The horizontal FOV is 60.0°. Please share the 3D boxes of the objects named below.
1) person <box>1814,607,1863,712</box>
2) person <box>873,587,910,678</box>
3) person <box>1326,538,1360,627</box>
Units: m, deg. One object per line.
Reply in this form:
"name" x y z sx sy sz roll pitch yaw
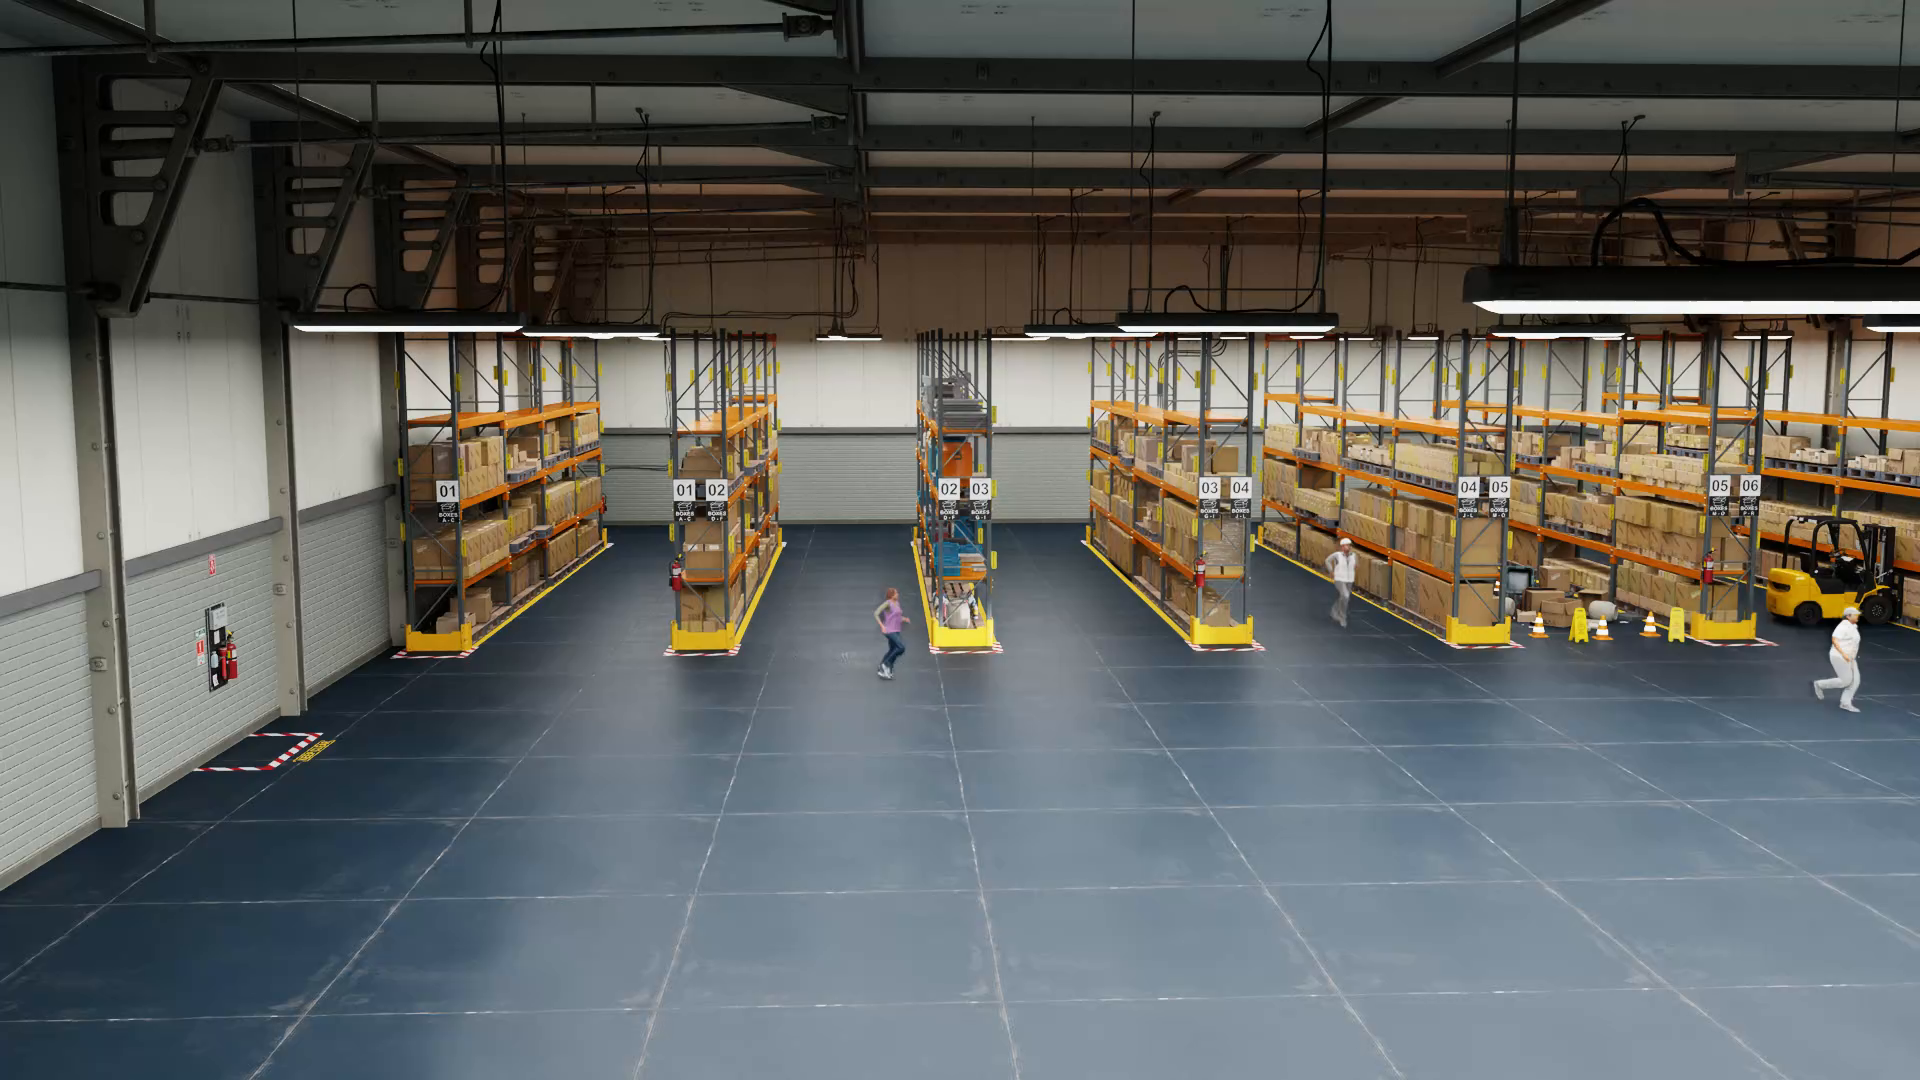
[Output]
"person" 13.860 1.853 26.172 0.676 1.641 0.627 6 9 42
"person" -1.136 1.584 28.443 0.625 1.566 0.509 3 7 22
"person" 7.841 0.855 34.028 0.634 1.820 0.815 -3 7 -21
